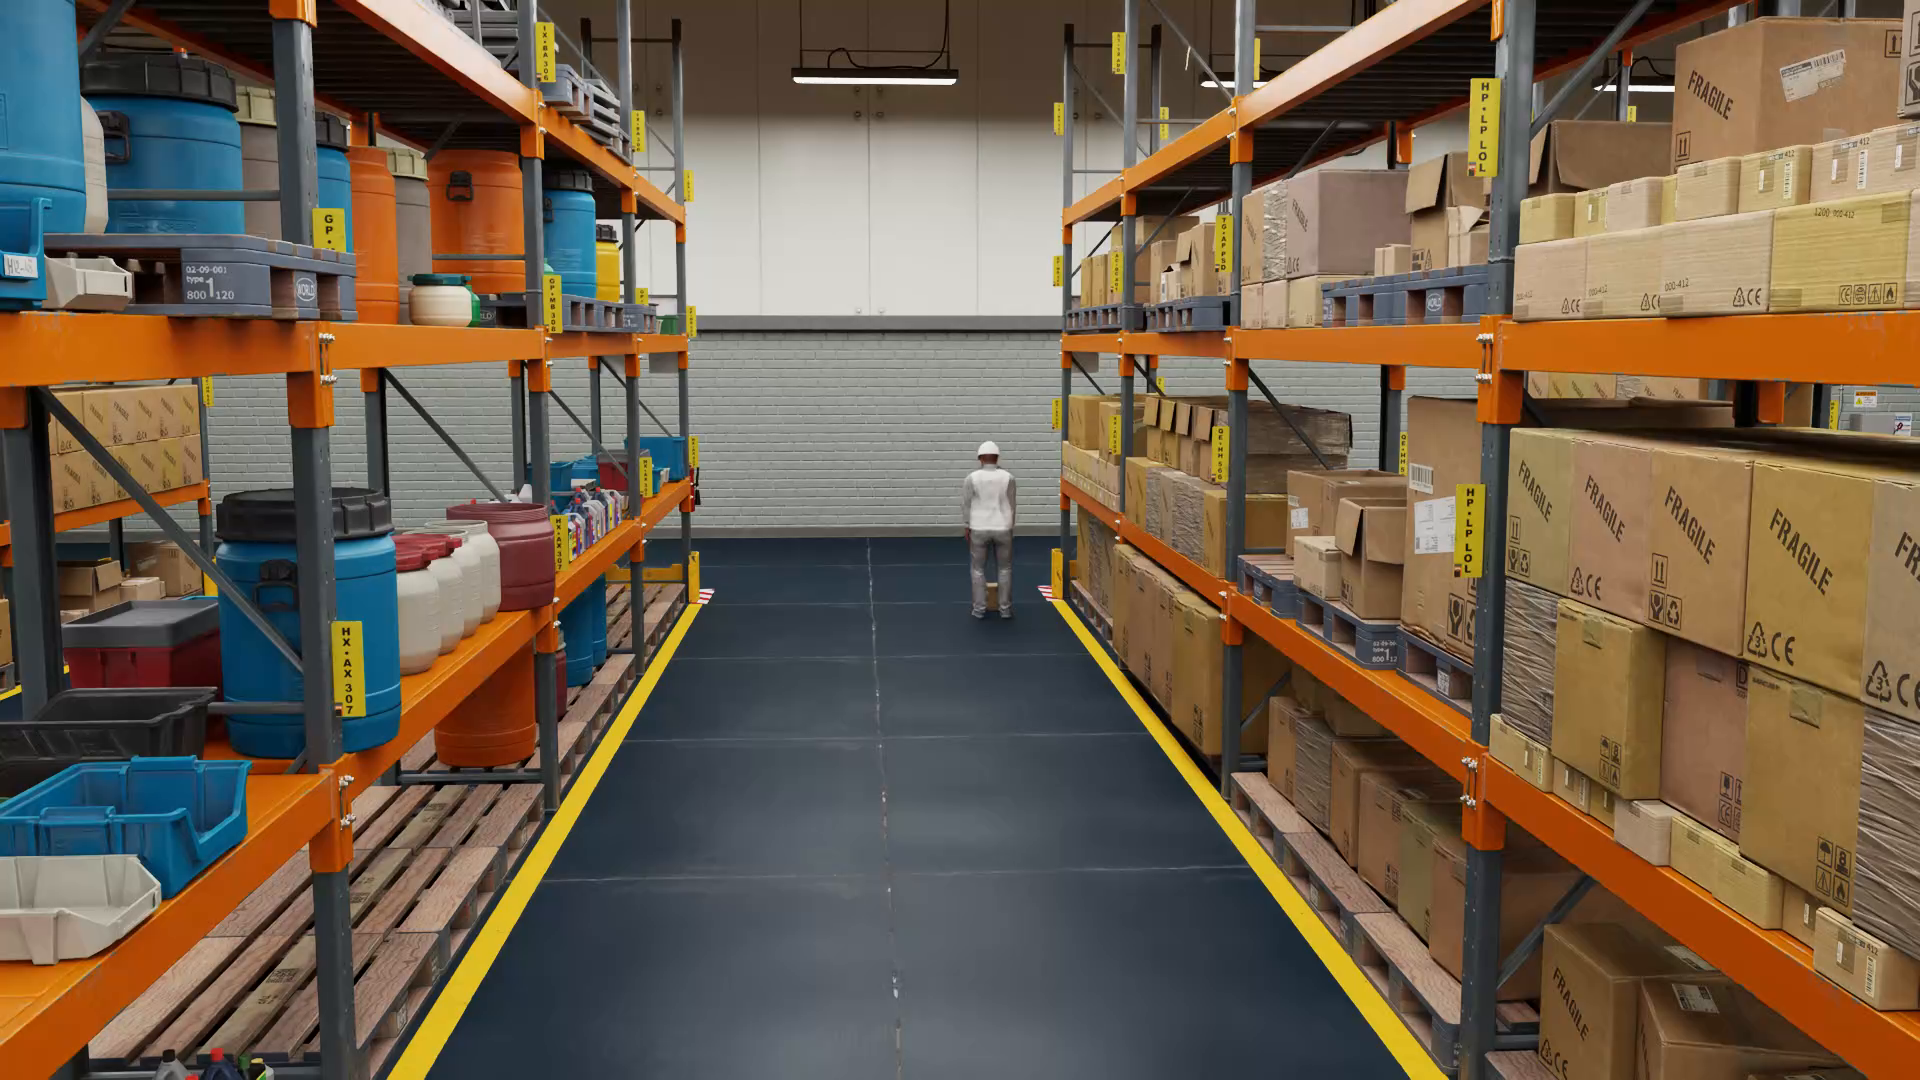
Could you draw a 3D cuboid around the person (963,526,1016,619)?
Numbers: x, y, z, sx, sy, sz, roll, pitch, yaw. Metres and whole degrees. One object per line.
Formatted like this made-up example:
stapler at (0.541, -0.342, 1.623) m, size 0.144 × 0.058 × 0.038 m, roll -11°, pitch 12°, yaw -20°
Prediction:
person at (0.298, 0.325, 16.794) m, size 0.532 × 0.869 × 0.923 m, roll 0°, pitch 7°, yaw -4°
